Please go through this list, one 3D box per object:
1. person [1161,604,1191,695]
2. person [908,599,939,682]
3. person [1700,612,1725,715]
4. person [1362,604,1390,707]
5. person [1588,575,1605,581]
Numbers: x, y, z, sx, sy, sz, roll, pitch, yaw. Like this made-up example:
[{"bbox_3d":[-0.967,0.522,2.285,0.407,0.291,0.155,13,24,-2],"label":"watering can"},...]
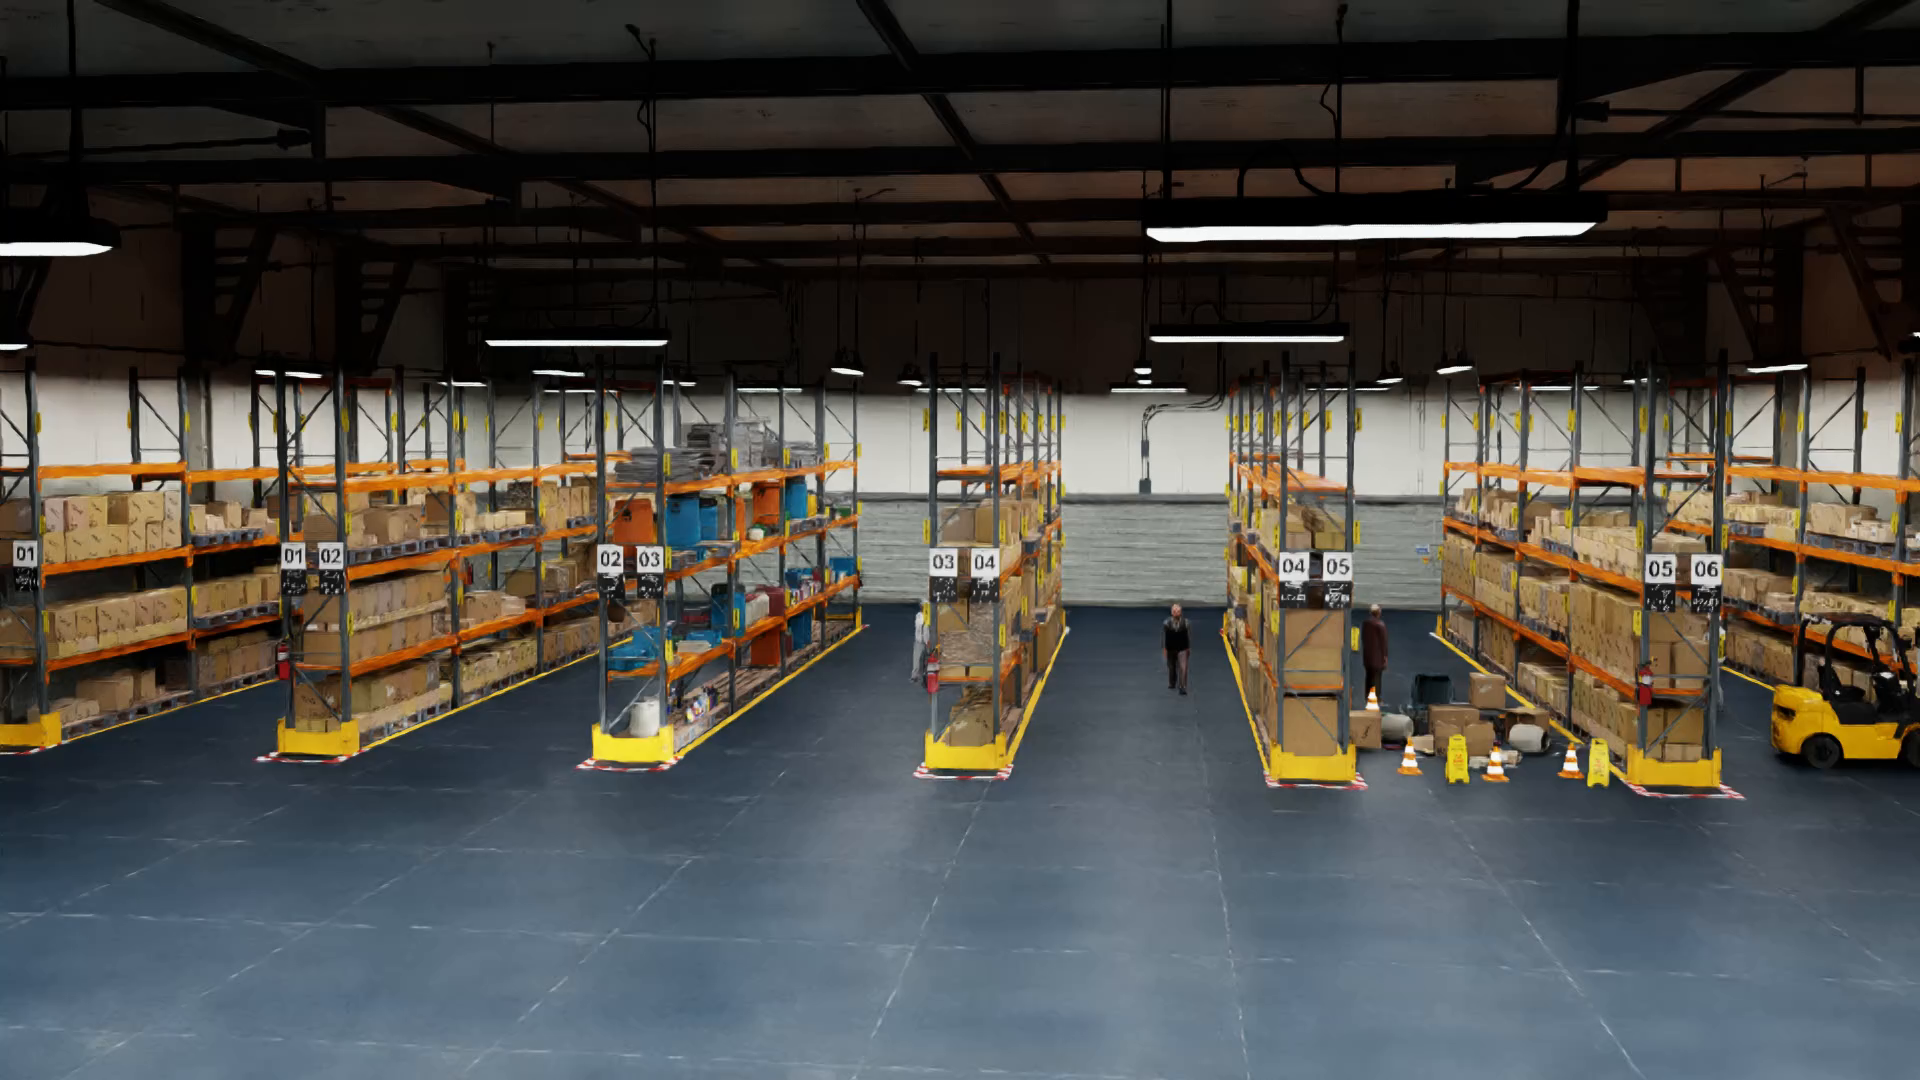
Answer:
[{"bbox_3d":[3.983,2.046,30.689,0.543,1.554,1.115,1,4,9],"label":"person"},{"bbox_3d":[-0.656,1.922,32.090,0.477,1.597,1.003,1,4,15],"label":"person"},{"bbox_3d":[12.867,2.092,28.503,0.559,1.762,0.661,3,5,36],"label":"person"},{"bbox_3d":[7.358,2.023,29.337,0.504,1.784,0.640,-2,4,-25],"label":"person"},{"bbox_3d":[15.880,1.276,41.376,0.575,1.617,0.531,-3,5,-34],"label":"person"}]
